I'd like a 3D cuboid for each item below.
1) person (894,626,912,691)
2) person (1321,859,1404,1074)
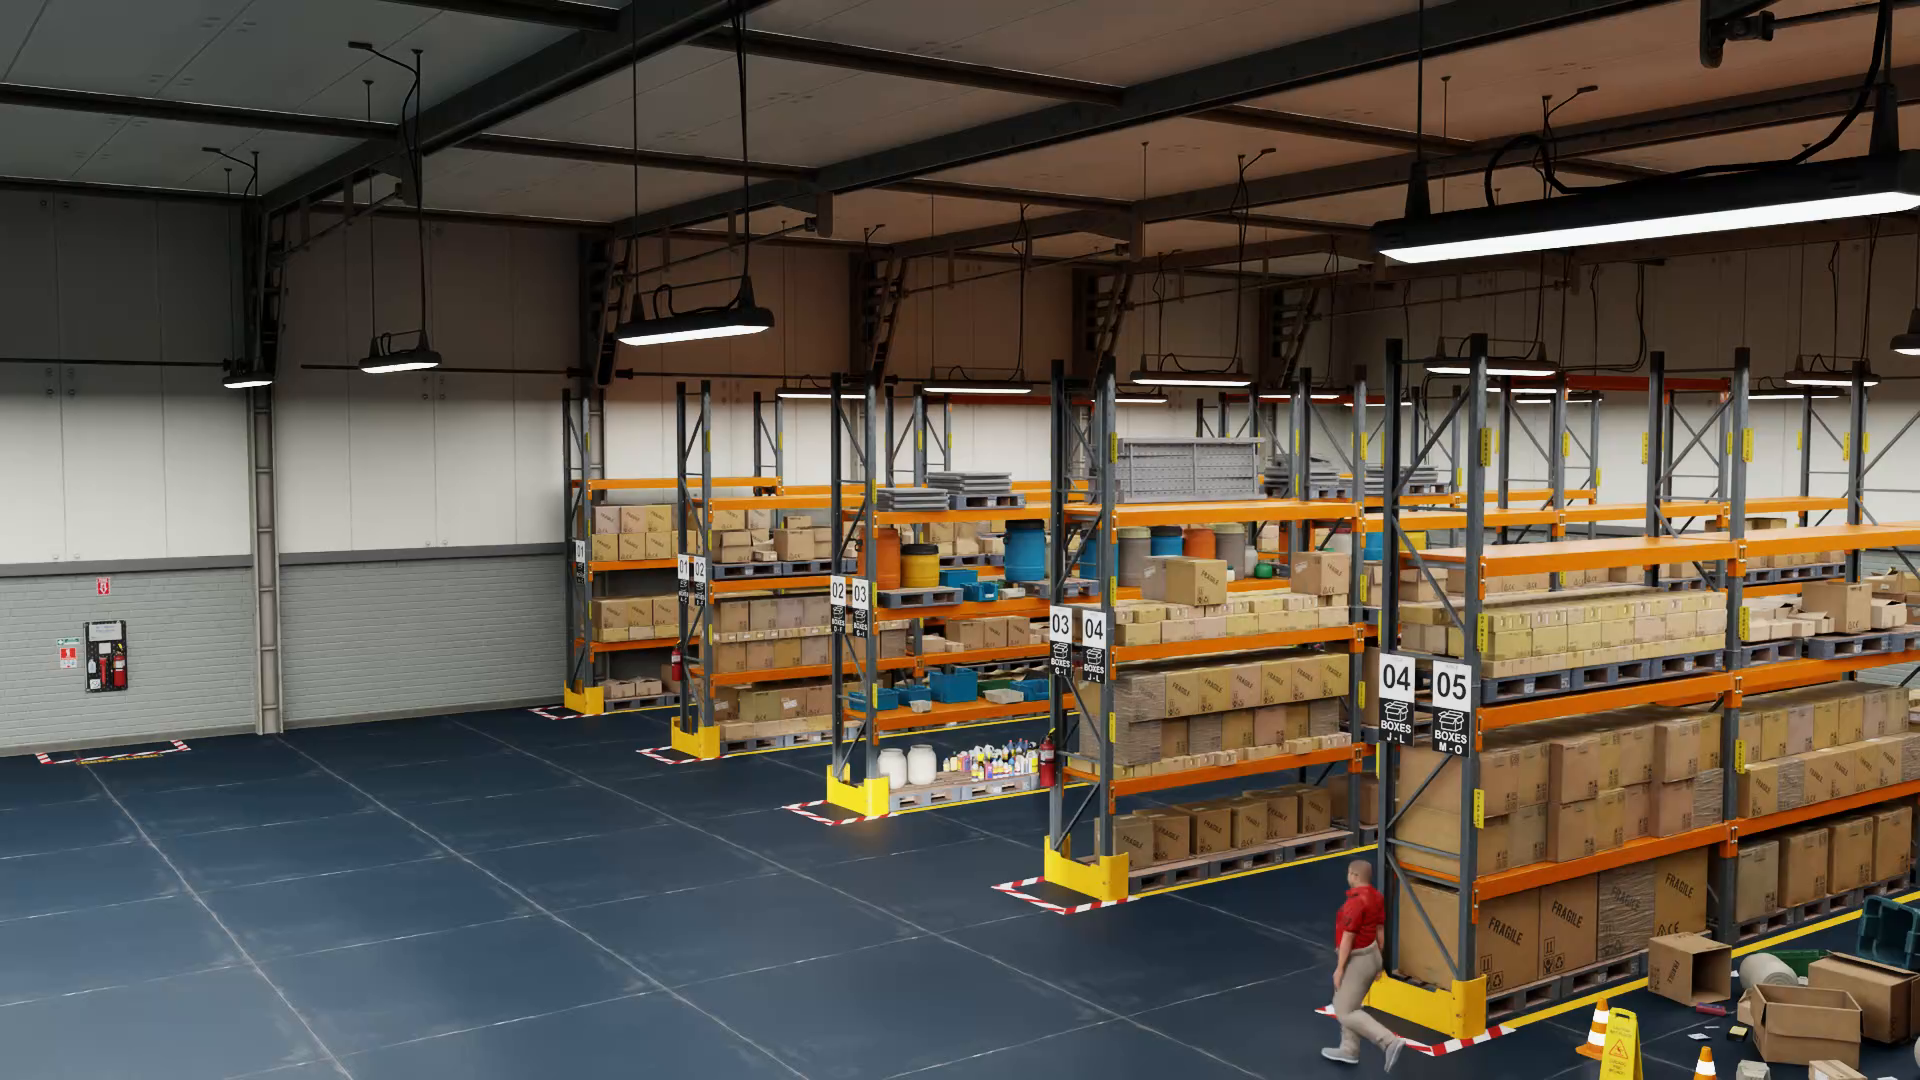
[{"bbox_3d":[-1.280,2.227,32.522,0.679,1.829,0.502,2,4,34],"label":"person"},{"bbox_3d":[3.256,3.433,13.438,0.753,1.714,0.522,2,4,32],"label":"person"}]
